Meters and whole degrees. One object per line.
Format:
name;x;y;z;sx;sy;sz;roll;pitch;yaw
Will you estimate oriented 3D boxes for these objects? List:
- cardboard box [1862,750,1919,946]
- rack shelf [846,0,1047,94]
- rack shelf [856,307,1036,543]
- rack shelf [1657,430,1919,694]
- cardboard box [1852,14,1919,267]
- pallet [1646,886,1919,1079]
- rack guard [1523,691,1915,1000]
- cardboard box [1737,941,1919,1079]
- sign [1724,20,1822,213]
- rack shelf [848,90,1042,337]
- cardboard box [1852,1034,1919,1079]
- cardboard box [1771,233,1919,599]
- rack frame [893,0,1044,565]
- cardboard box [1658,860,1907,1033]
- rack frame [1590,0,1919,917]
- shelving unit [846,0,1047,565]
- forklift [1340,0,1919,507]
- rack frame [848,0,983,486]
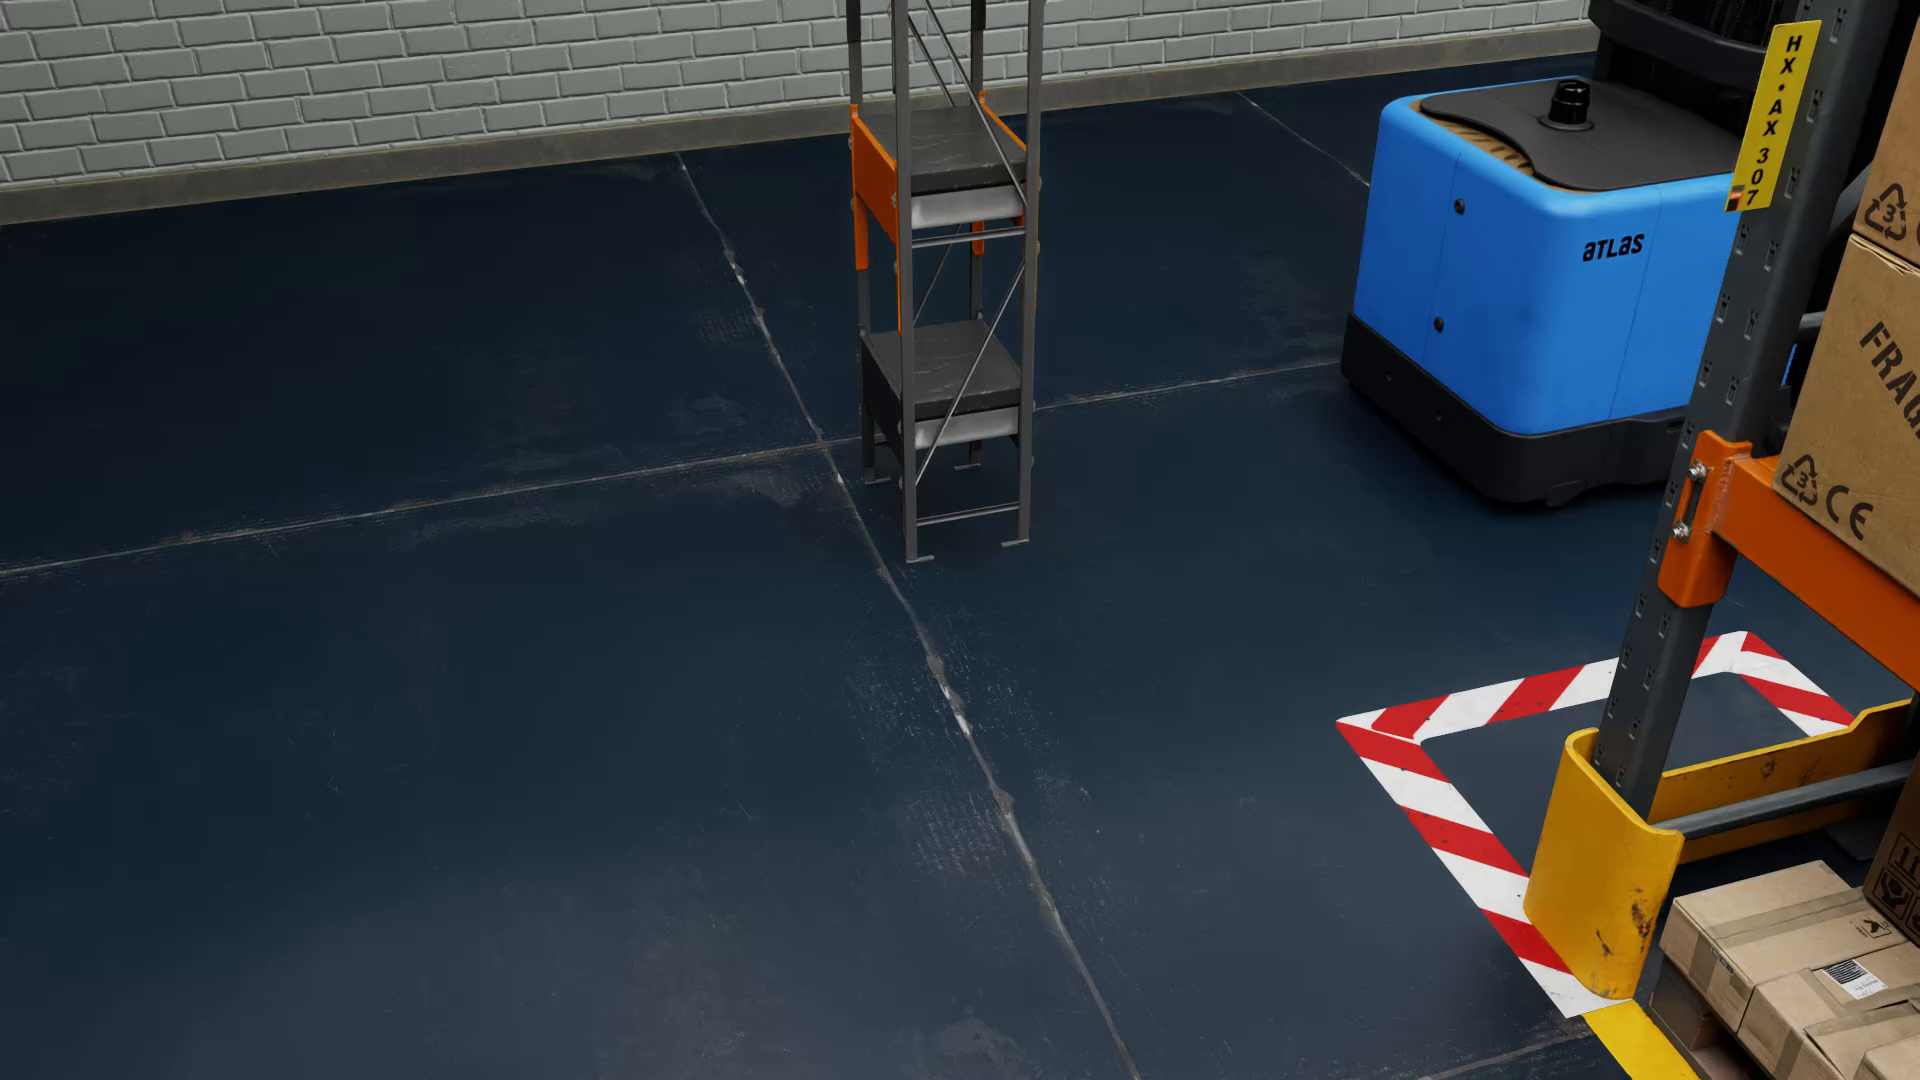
cardboard box;2.300;0.657;3.403;0.500;0.500;0.500;-10;35;-15
rack shelf;-0.050;-1.536;4.424;0.431;0.518;0.480;-10;35;-15
rack shelf;-0.050;-0.368;5.196;0.431;0.518;0.480;-10;35;-15
rack shelf;2.510;0.904;1.814;1.077;0.370;4.000;-10;35;-15
cardboard box;1.784;-0.628;2.482;0.500;0.500;0.500;-9;35;-13
pallet;2.167;1.176;3.280;1.003;0.211;1.213;-10;35;-15
rack guard;1.923;0.636;3.833;1.175;0.500;0.348;-10;35;-15
cardboard box;1.776;0.961;3.246;0.380;0.166;0.250;-10;35;-15
sign;1.383;-0.716;2.828;0.100;0.325;0.005;-10;35;-15
rack shelf;-0.050;-0.952;4.810;0.431;0.518;0.480;-10;35;-15
cardboard box;1.948;1.113;2.940;0.500;0.250;0.500;-10;35;-15
cardboard box;1.784;-0.211;2.757;0.500;0.500;0.500;-9;35;-14
rack frame;0.024;-0.835;4.609;0.400;2.100;0.015;-10;35;-15
cardboard box;1.700;0.837;3.449;0.380;0.149;0.250;-10;35;-15
rack frame;1.900;-0.446;3.205;1.000;3.000;0.127;-10;35;-15
shelving unit;-0.050;-0.963;4.803;0.431;2.100;0.503;-10;35;-15
forklift;2.956;-1.818;5.343;3.031;2.935;1.130;-11;35;-16
rack frame;-0.125;-1.091;4.997;0.400;2.100;0.015;-10;35;-15
